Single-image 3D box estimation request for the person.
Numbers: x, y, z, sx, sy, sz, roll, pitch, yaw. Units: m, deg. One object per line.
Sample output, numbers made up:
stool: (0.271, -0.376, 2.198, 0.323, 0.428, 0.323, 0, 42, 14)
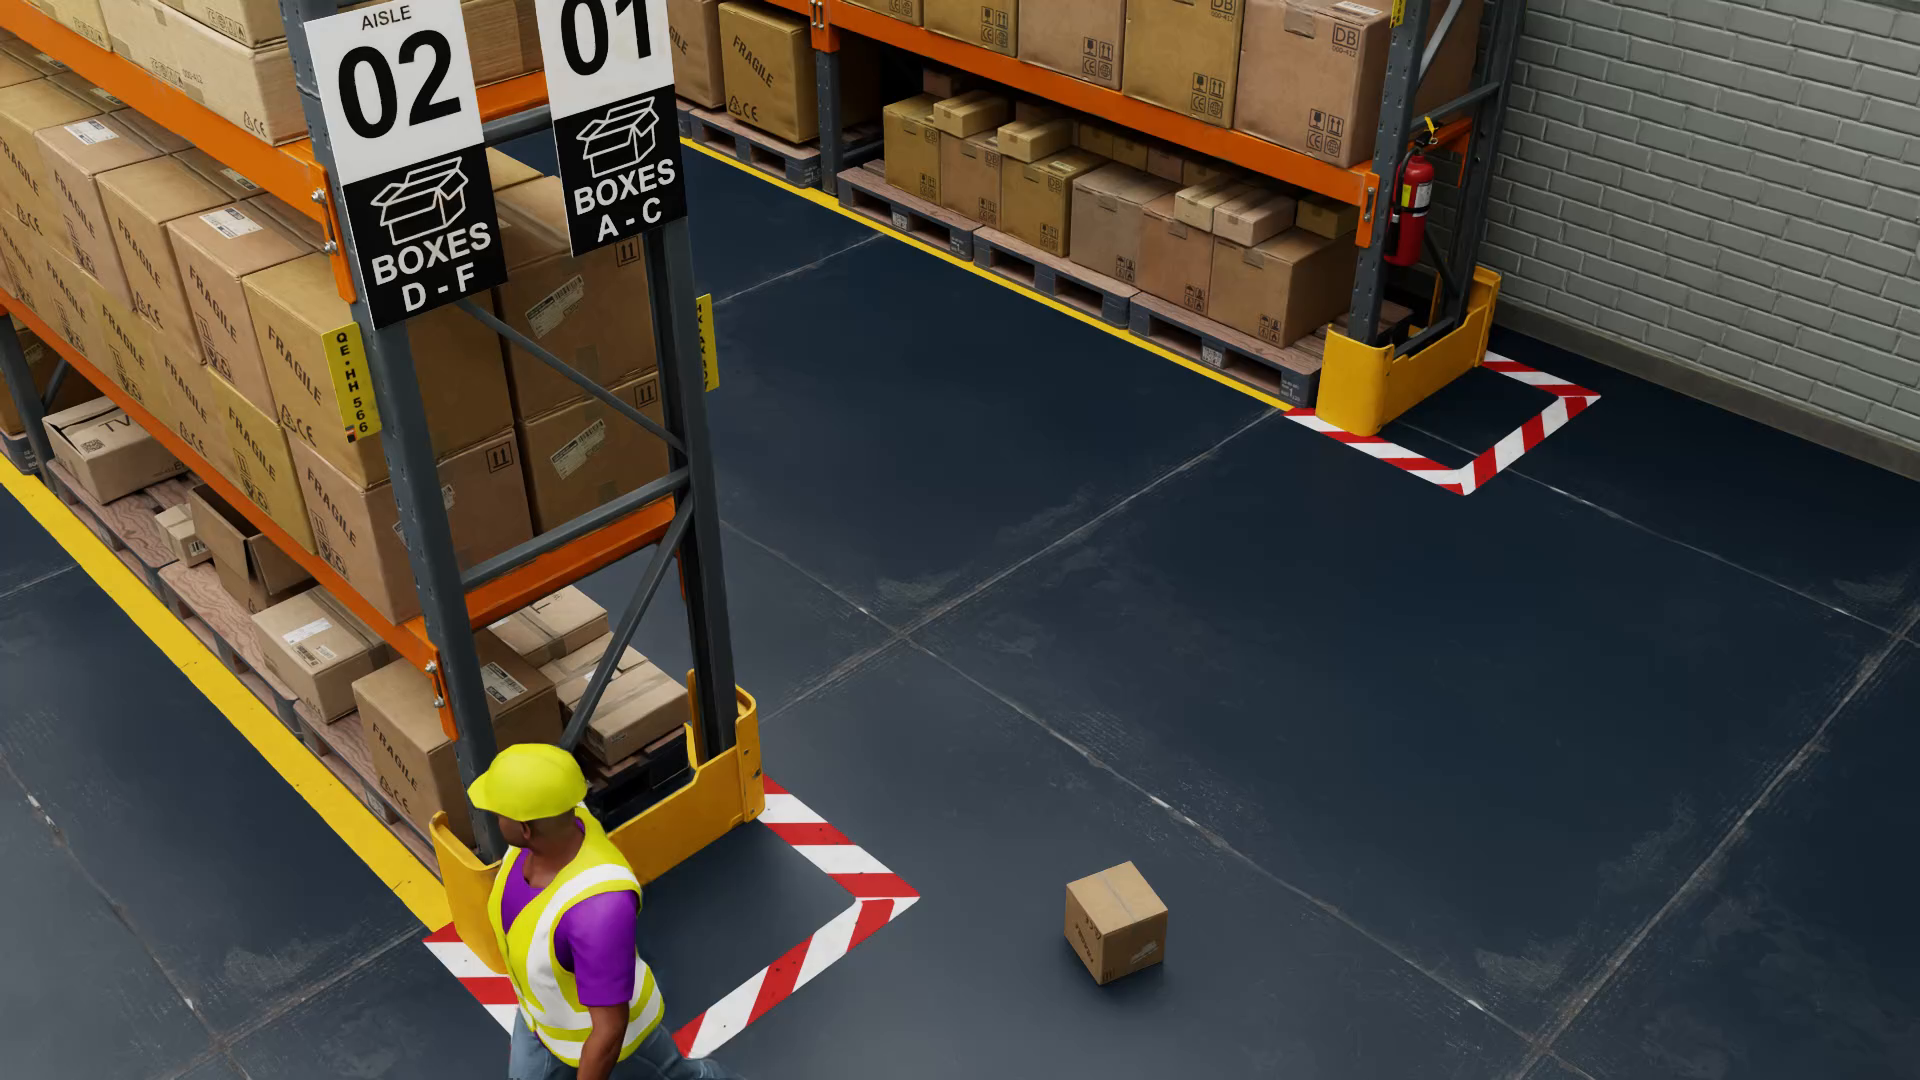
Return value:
person: (-1.008, 1.270, 4.334, 1.053, 1.719, 0.632, -28, 44, -34)
